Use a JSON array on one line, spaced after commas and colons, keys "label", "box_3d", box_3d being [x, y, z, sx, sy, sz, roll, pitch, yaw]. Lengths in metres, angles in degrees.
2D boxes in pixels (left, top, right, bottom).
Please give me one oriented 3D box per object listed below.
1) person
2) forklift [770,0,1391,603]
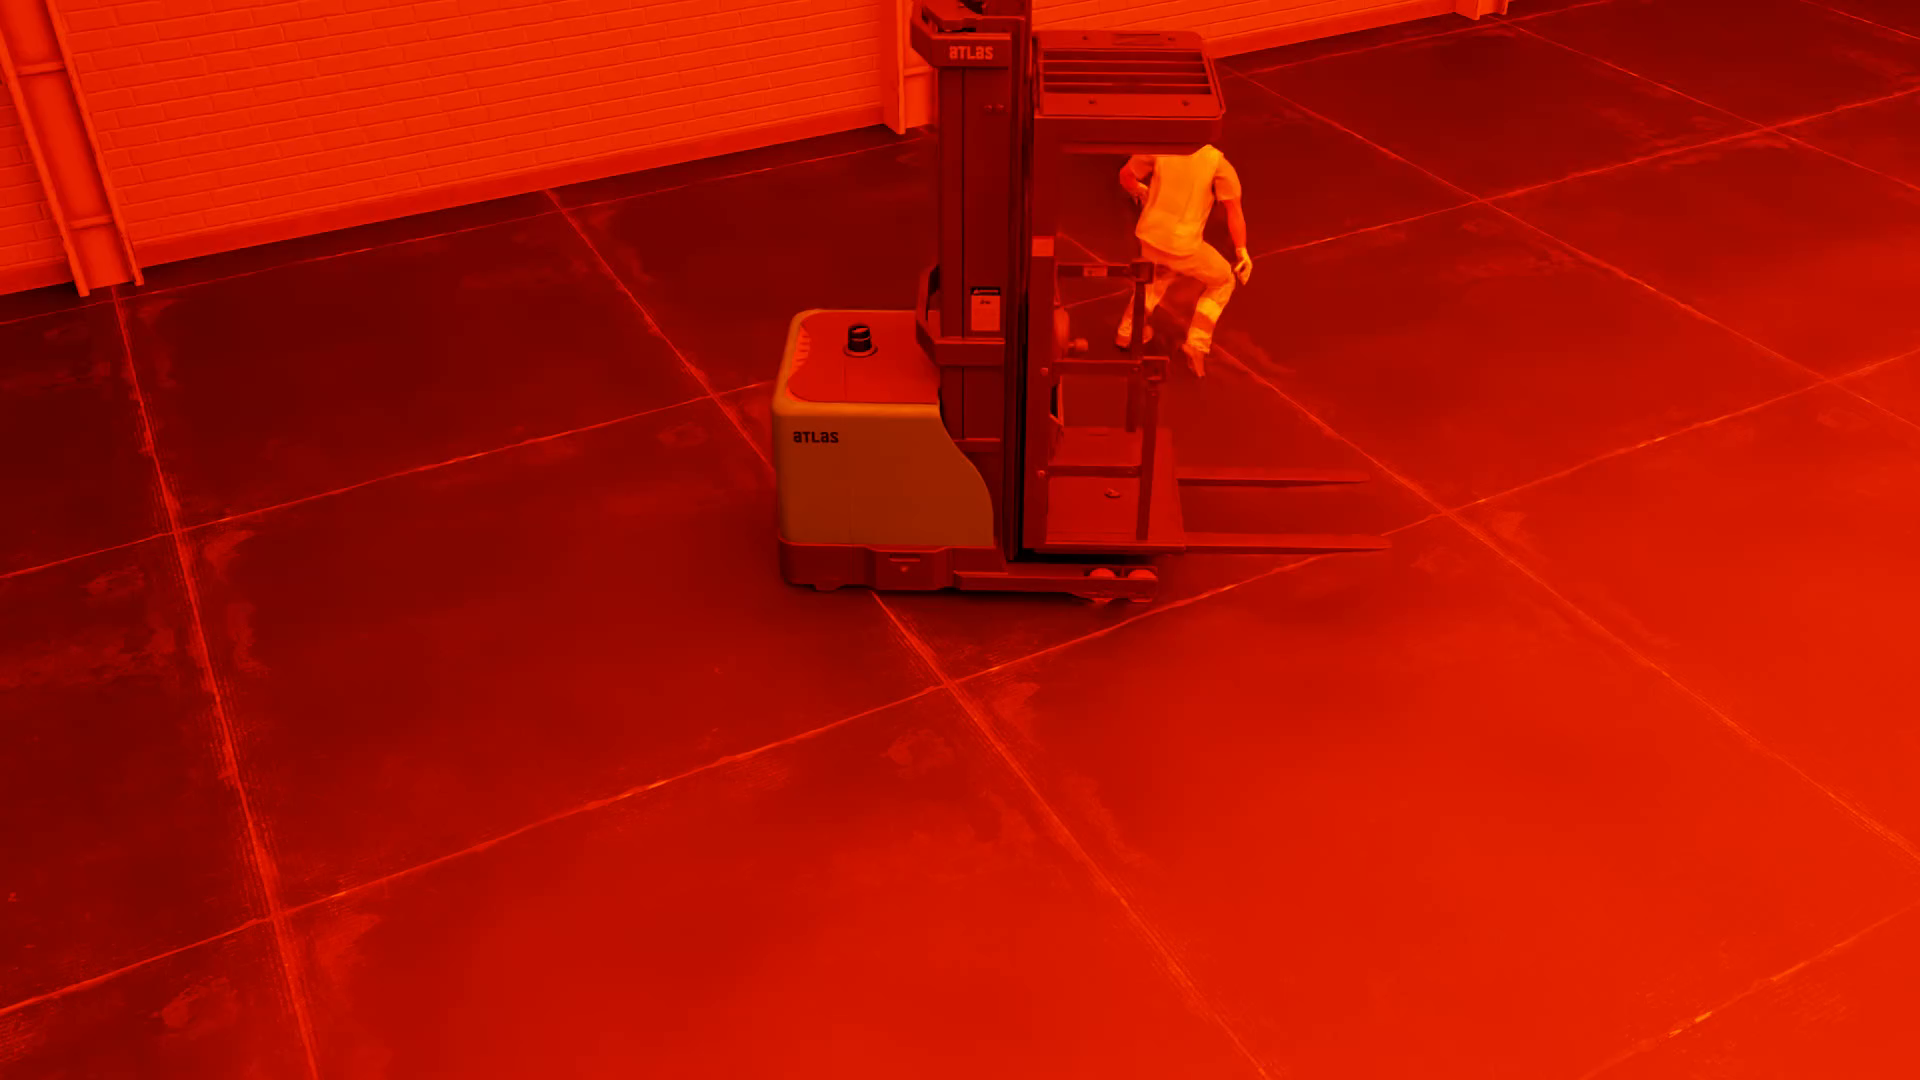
[{"label": "person", "box_3d": [1.345, -1.768, 9.834, 1.027, 1.656, 0.502, 25, 42, 31]}, {"label": "forklift", "box_3d": [0.628, -1.198, 7.817, 3.031, 2.935, 1.130, 1, 35, 1]}]
